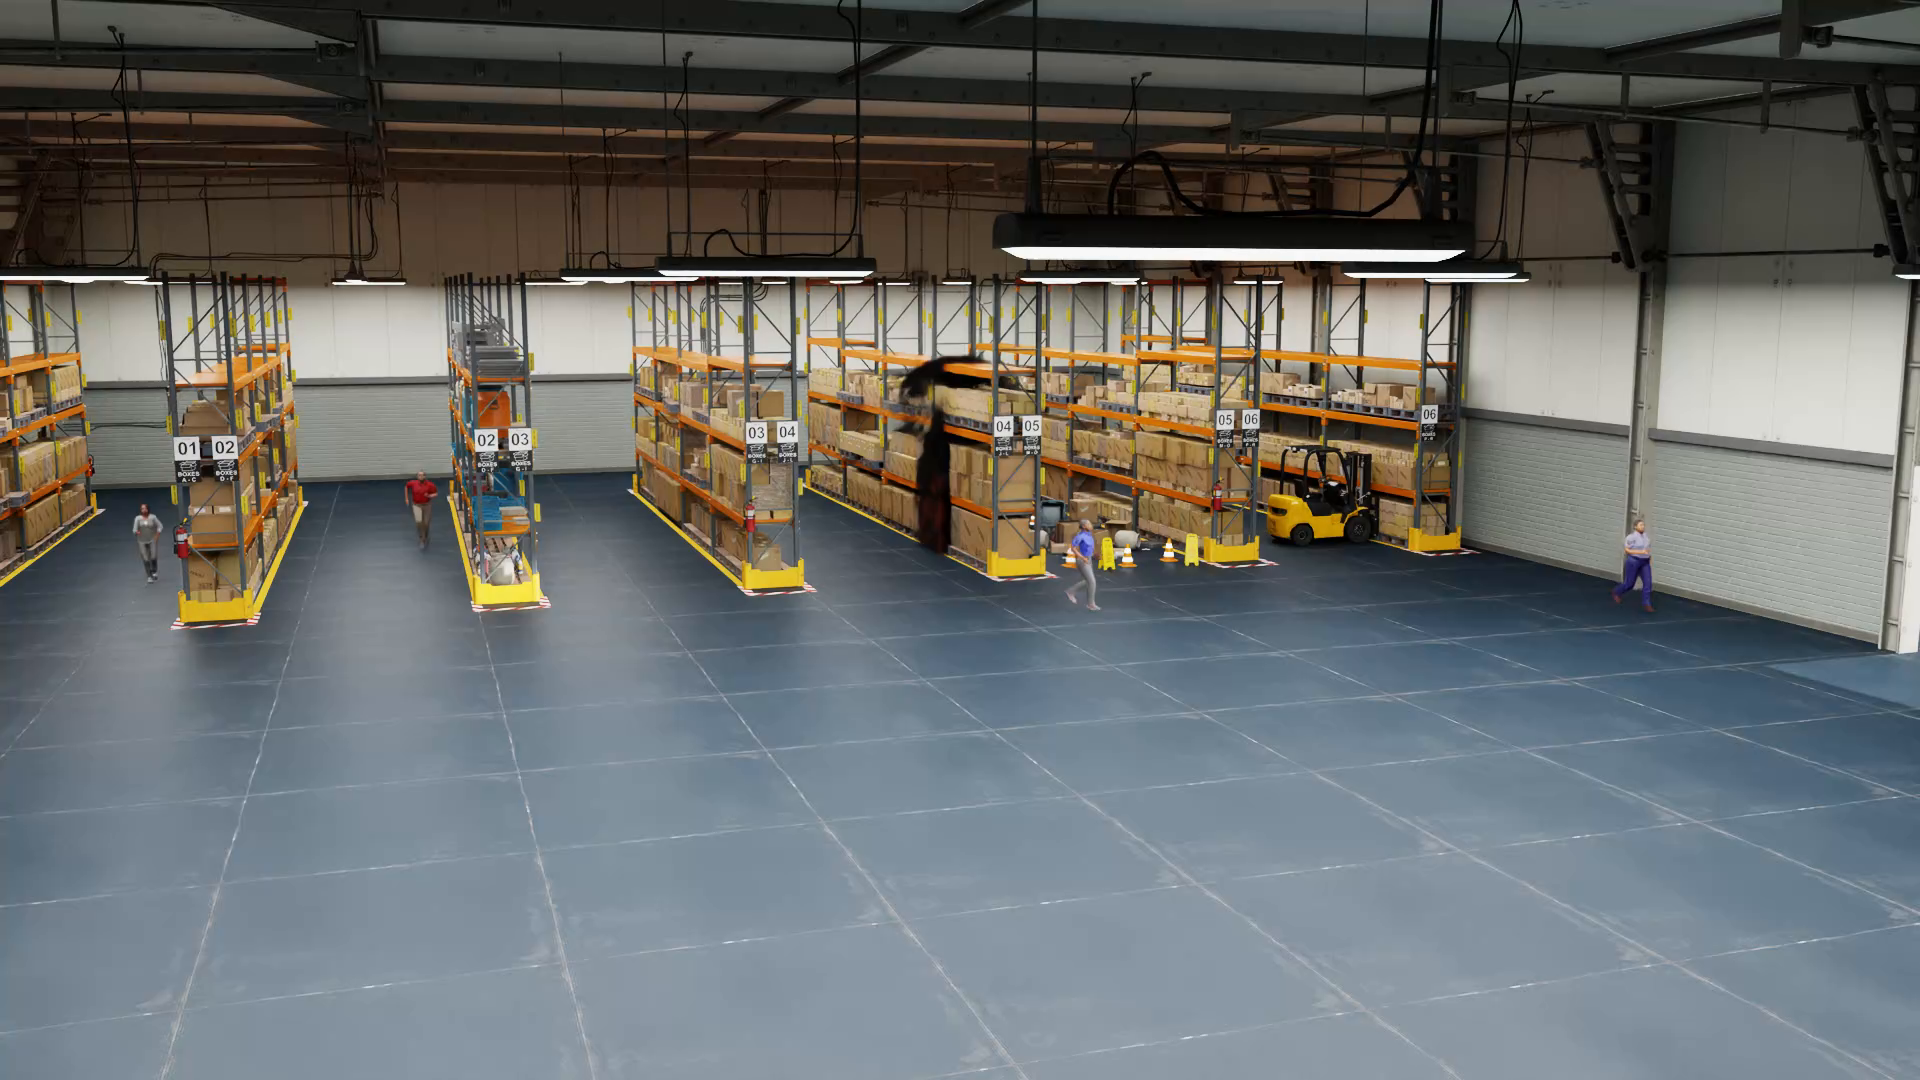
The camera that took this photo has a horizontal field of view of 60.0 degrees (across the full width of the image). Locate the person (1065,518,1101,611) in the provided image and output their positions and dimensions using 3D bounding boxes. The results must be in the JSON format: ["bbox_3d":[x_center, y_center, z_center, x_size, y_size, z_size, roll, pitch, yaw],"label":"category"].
[{"bbox_3d":[2.200,0.429,29.862,0.726,1.651,0.585,4,9,25],"label":"person"}]

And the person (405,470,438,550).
[{"bbox_3d":[-11.949,-0.674,36.948,0.686,1.778,0.875,-3,9,-17],"label":"person"}]

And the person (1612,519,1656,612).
[{"bbox_3d":[12.121,0.435,29.755,0.616,1.622,0.900,-3,9,-21],"label":"person"}]

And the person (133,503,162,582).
[{"bbox_3d":[-15.816,0.066,32.388,0.520,1.561,0.570,-3,9,-22],"label":"person"}]
